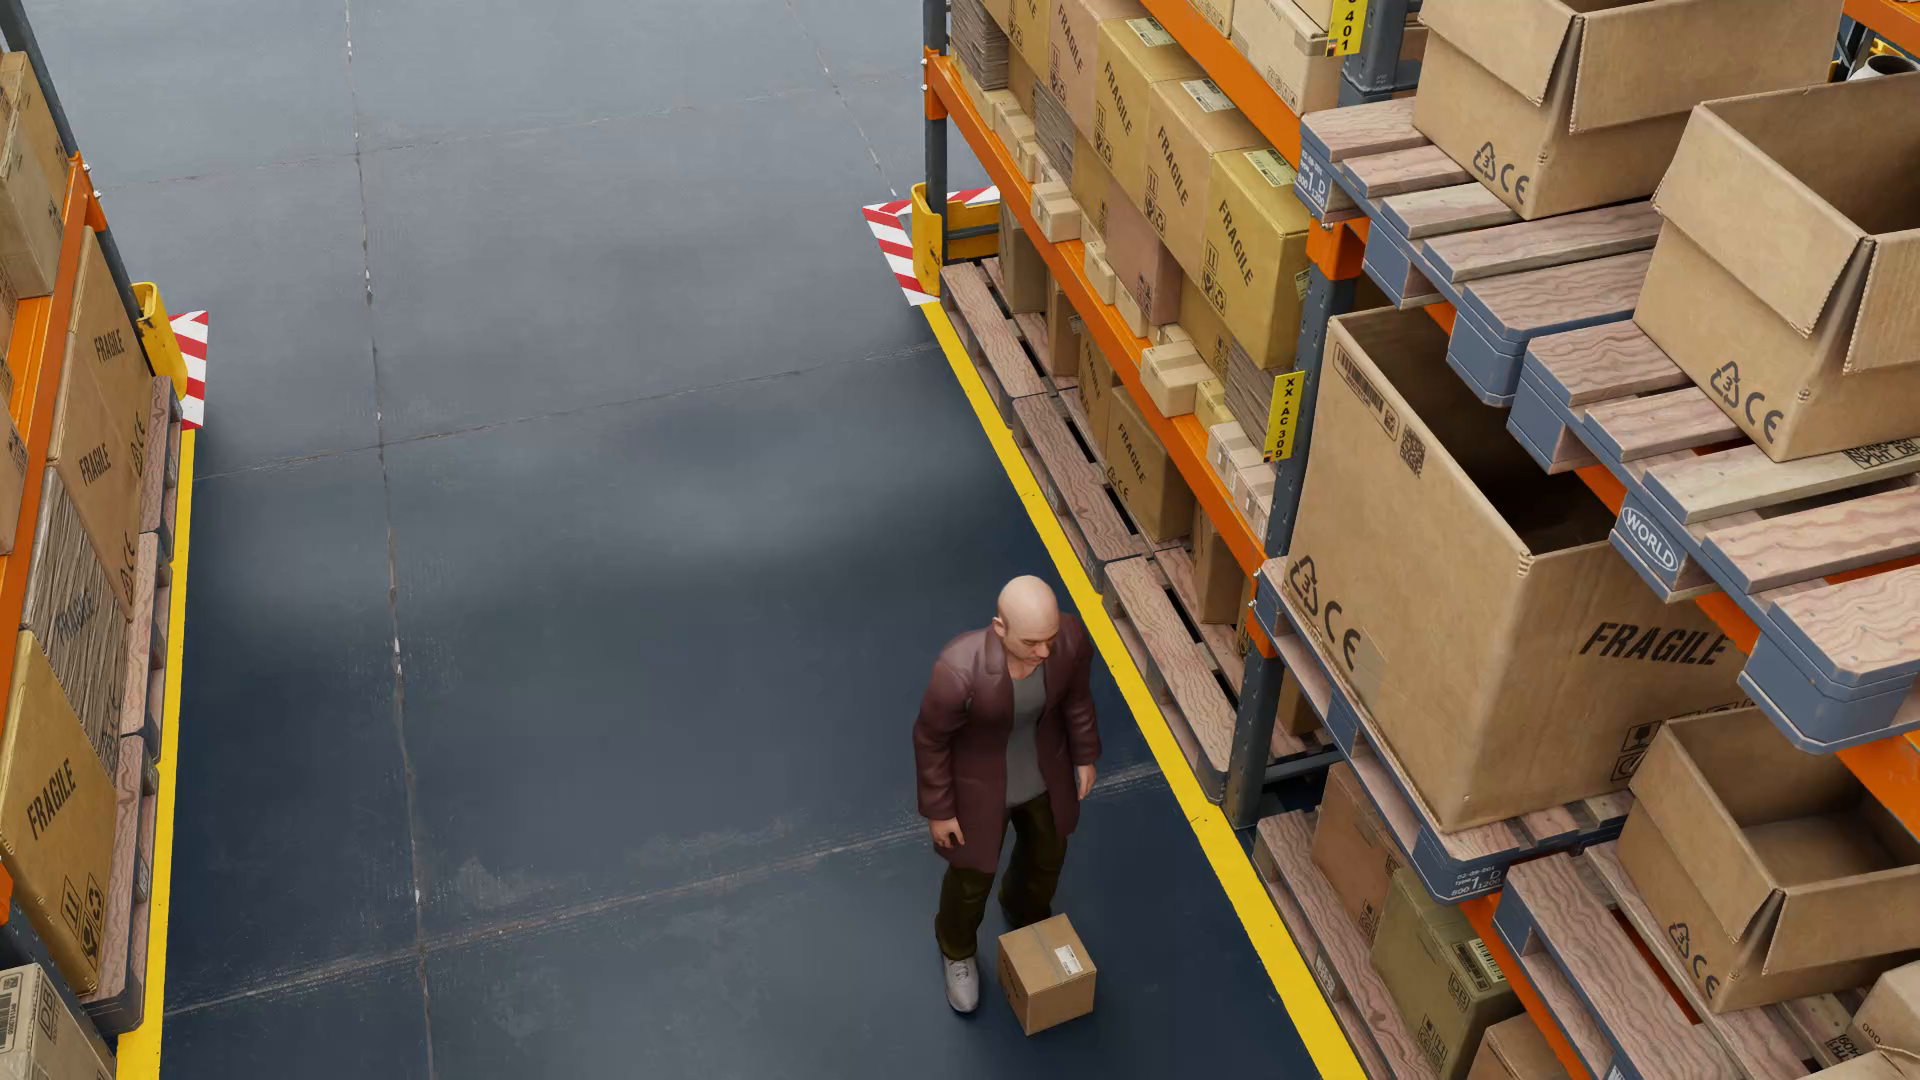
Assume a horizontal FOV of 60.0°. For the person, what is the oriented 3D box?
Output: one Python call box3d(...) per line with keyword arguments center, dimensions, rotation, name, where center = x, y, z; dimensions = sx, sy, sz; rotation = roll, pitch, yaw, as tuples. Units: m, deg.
box3d(center=(0.159, 0.770, 5.306), dimensions=(0.642, 1.774, 0.426), rotation=(-18, 45, -19), name="person")
